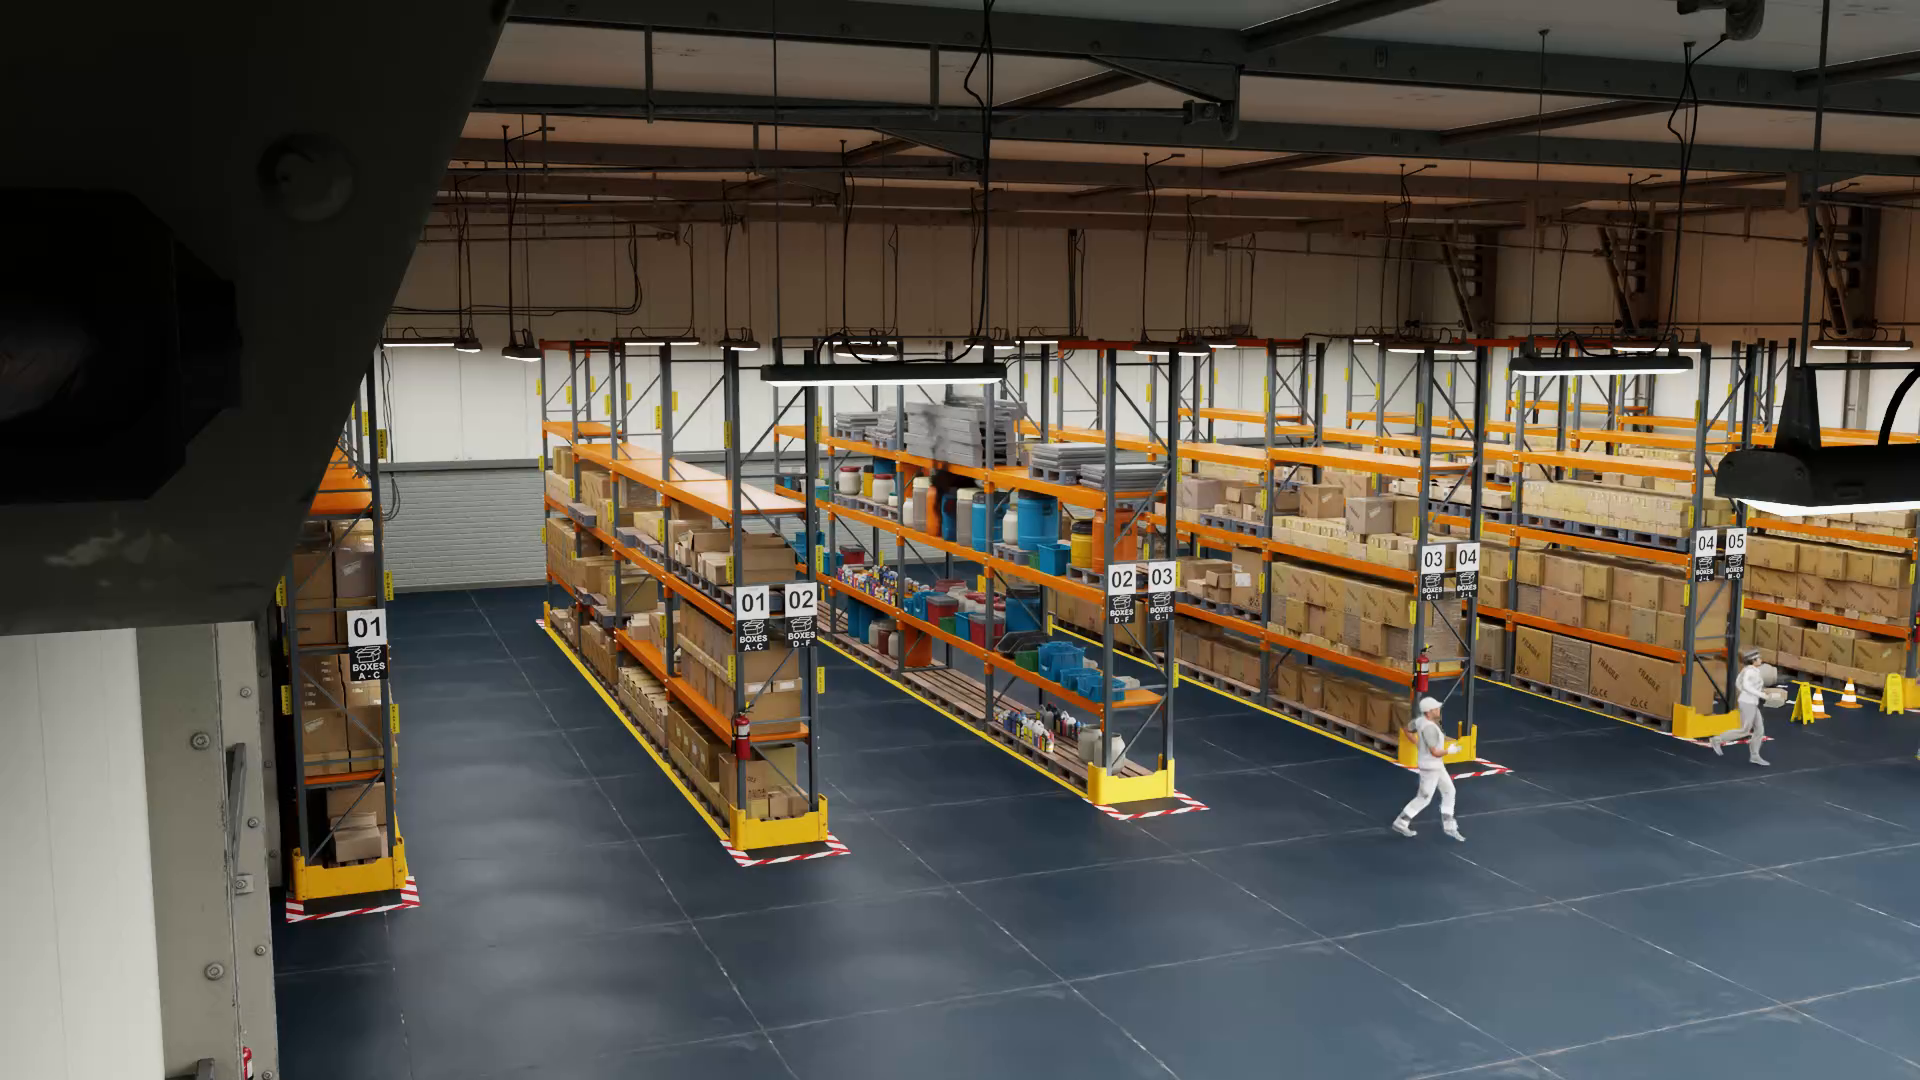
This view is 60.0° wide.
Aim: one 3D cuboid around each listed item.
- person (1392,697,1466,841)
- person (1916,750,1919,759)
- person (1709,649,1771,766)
[{"bbox_3d":[5.776,2.813,20.386,0.893,1.810,0.669,2,8,12],"label":"person"},{"bbox_3d":[13.983,2.424,23.334,0.909,1.794,0.676,4,8,26],"label":"person"},{"bbox_3d":[11.400,2.392,24.204,0.824,1.642,0.645,4,8,27],"label":"person"}]
